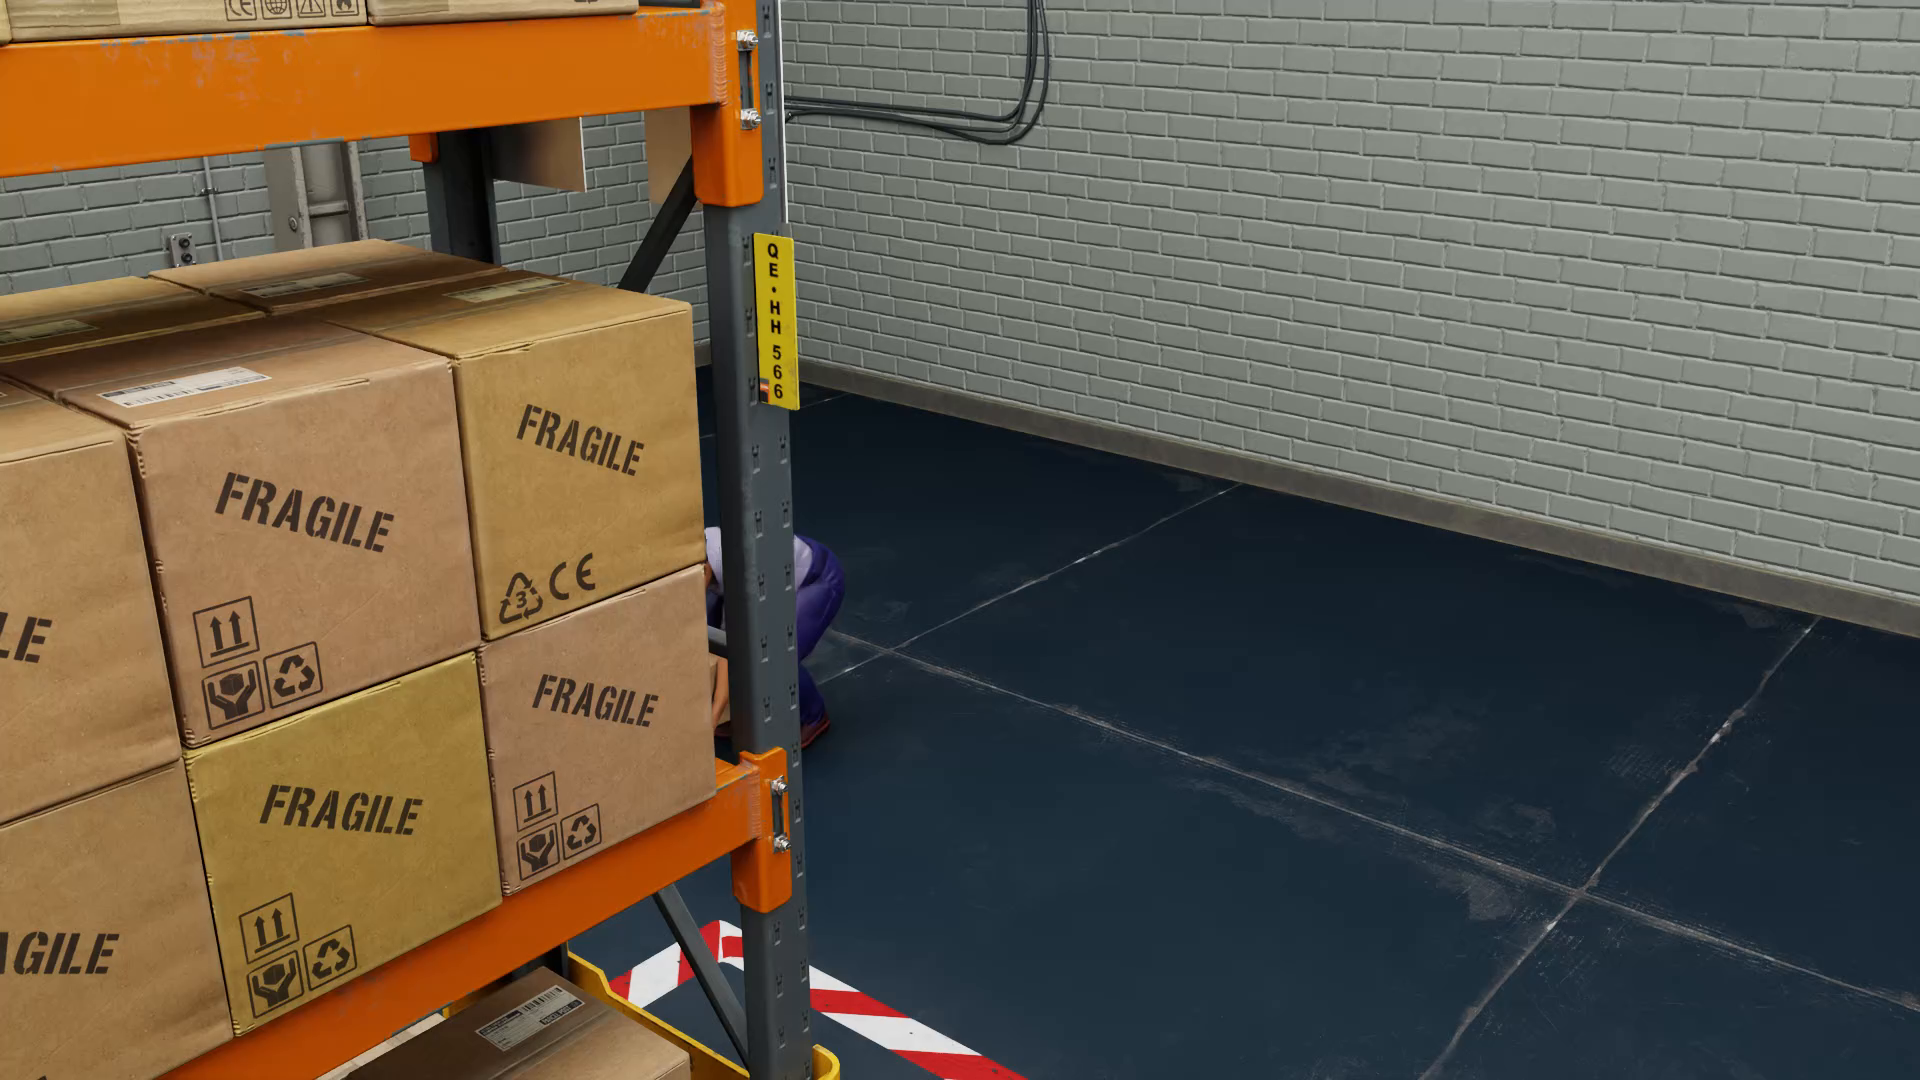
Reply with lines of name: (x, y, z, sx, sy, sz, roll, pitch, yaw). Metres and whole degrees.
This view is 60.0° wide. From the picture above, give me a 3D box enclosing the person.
person: (-0.796, 0.338, 6.208, 0.514, 0.945, 0.866, 15, 25, 35)
